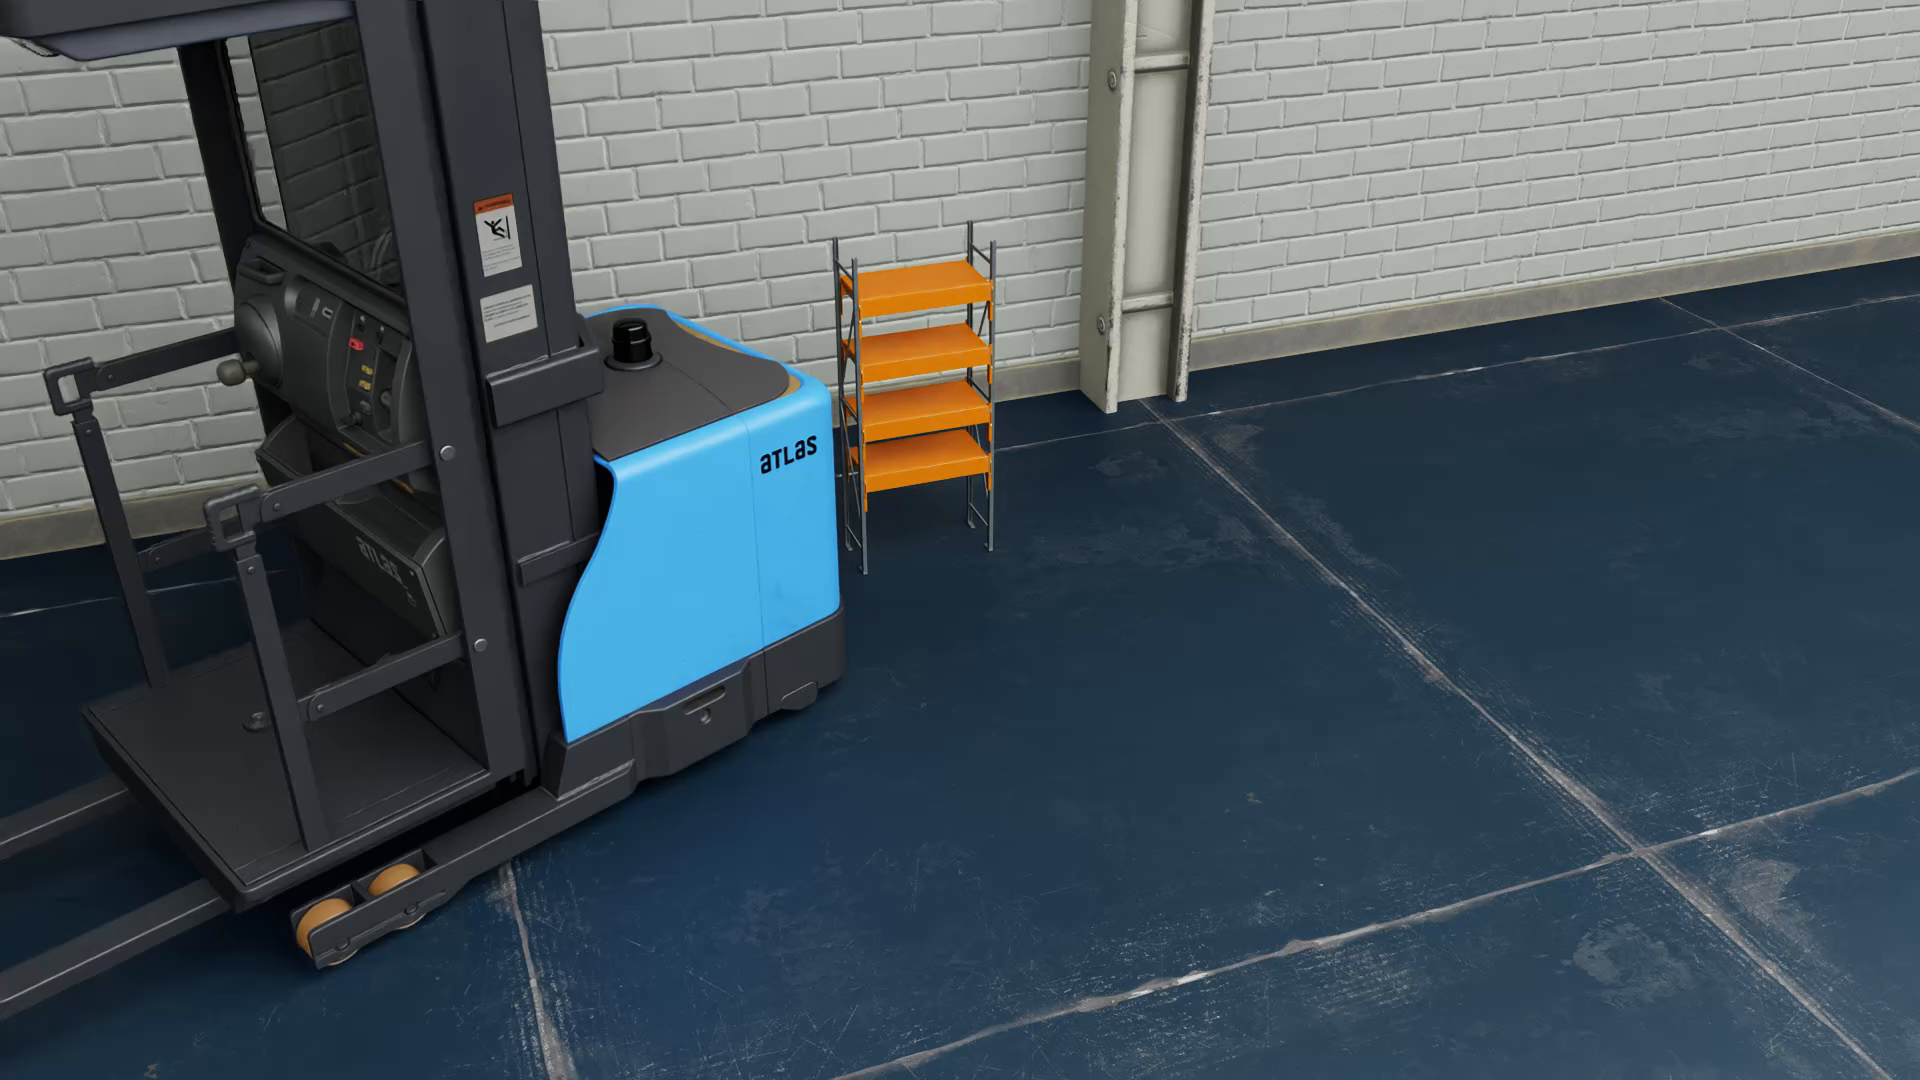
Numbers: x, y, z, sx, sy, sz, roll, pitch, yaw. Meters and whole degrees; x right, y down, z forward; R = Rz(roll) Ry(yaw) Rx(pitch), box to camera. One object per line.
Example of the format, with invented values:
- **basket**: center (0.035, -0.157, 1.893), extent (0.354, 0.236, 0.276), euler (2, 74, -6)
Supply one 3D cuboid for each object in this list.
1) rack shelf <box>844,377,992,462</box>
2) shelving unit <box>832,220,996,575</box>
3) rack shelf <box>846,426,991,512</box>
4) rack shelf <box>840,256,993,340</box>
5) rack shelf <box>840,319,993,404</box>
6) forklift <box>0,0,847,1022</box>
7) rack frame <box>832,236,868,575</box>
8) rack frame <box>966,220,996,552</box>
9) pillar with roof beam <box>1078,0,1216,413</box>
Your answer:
- **rack shelf**: center (-0.155, -0.434, 5.936), extent (0.480, 0.148, 0.258), euler (-10, 31, -18)
- **shelving unit**: center (-0.155, -0.493, 5.903), extent (0.503, 1.200, 0.258), euler (-10, 31, -18)
- **rack shelf**: center (-0.155, -0.262, 6.034), extent (0.480, 0.148, 0.258), euler (-10, 31, -18)
- **rack shelf**: center (-0.155, -0.834, 5.708), extent (0.480, 0.148, 0.258), euler (-10, 31, -18)
- **rack shelf**: center (-0.155, -0.629, 5.825), extent (0.480, 0.148, 0.258), euler (-10, 31, -18)
- **forklift**: center (-1.772, -0.462, 4.100), extent (3.031, 2.935, 1.130), euler (-26, 38, -37)
- **rack frame**: center (-0.384, -0.451, 5.829), extent (0.015, 1.200, 0.240), euler (-10, 31, -18)
- **rack frame**: center (0.074, -0.535, 5.977), extent (0.015, 1.200, 0.240), euler (-10, 31, -18)
- **pillar with roof beam**: center (2.264, -2.567, 1.665), extent (0.400, 9.000, 9.100), euler (-10, 31, -18)
